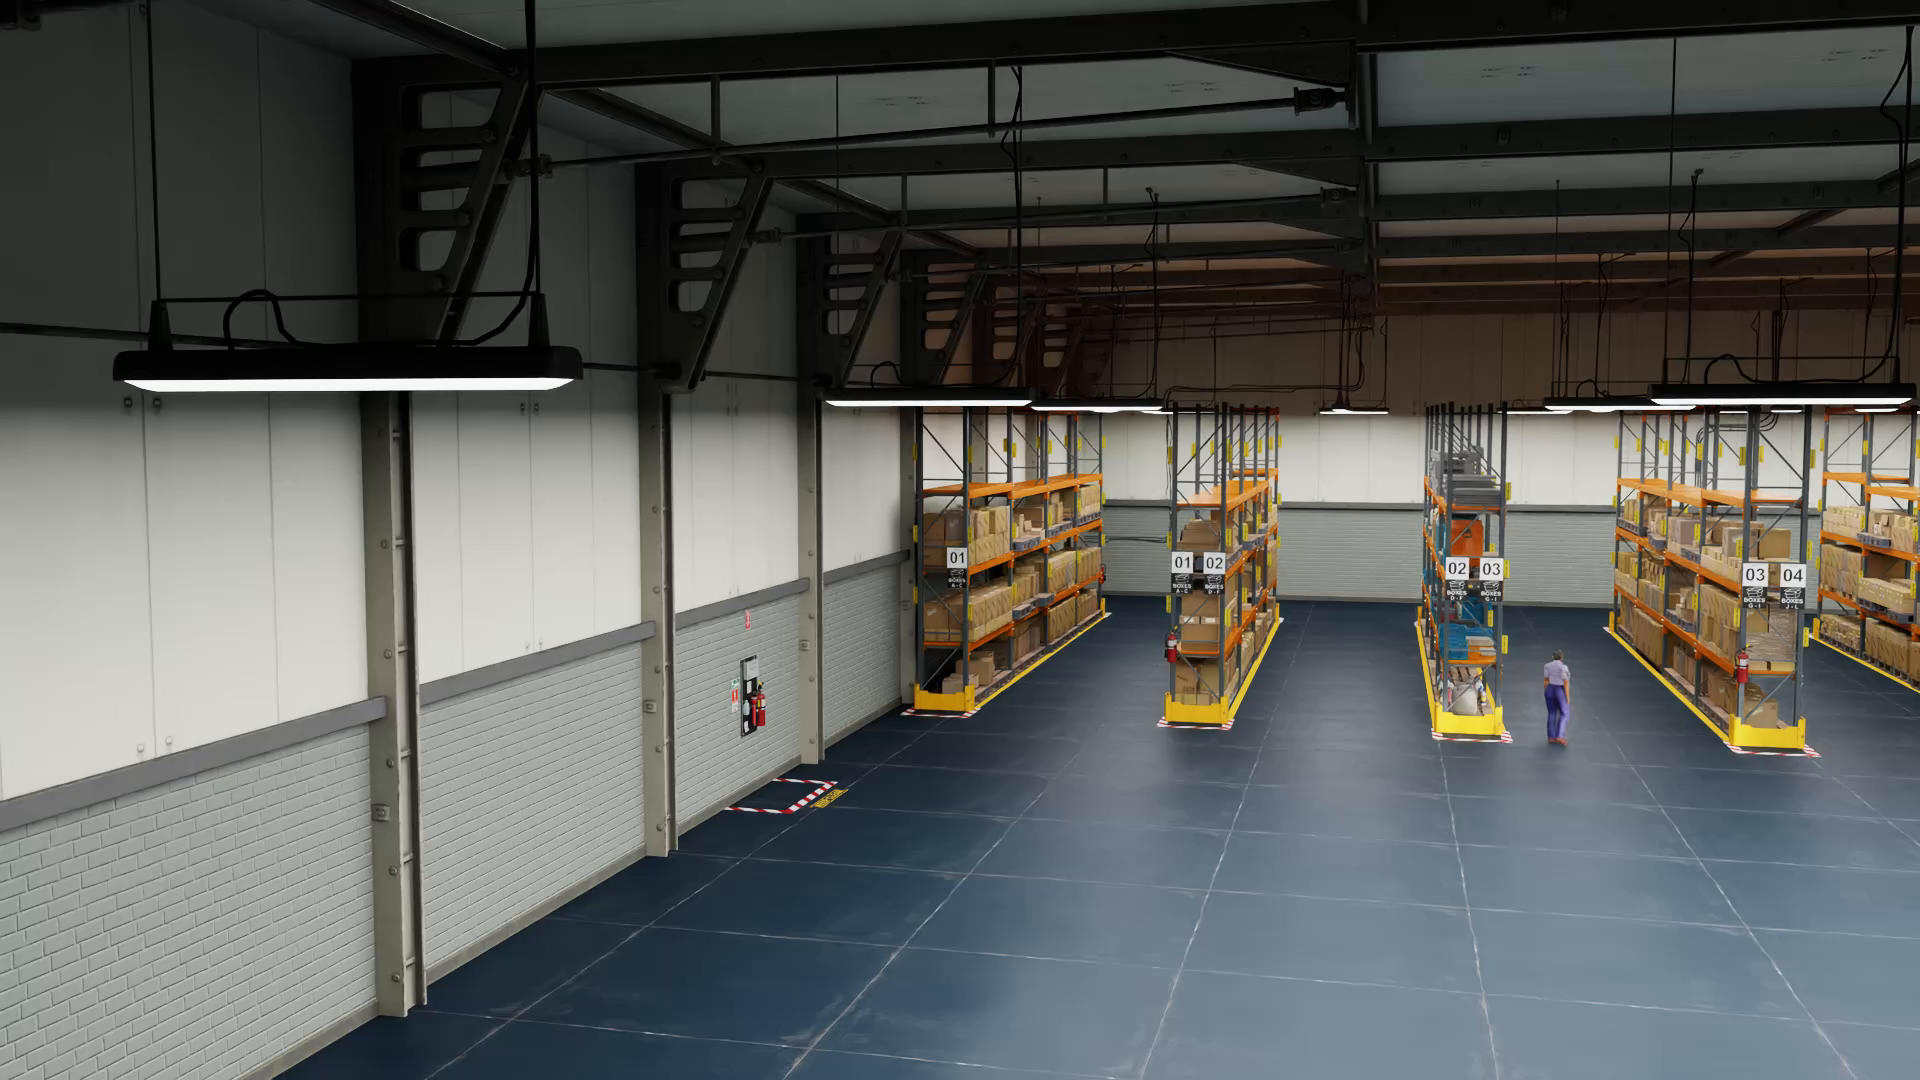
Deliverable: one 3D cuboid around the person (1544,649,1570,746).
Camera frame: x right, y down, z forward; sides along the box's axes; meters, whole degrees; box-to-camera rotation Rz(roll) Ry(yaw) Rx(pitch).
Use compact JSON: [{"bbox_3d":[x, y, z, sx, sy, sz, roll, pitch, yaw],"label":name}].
[{"bbox_3d":[10.520,2.773,29.265,0.466,1.660,0.604,-3,5,-37],"label":"person"}]
